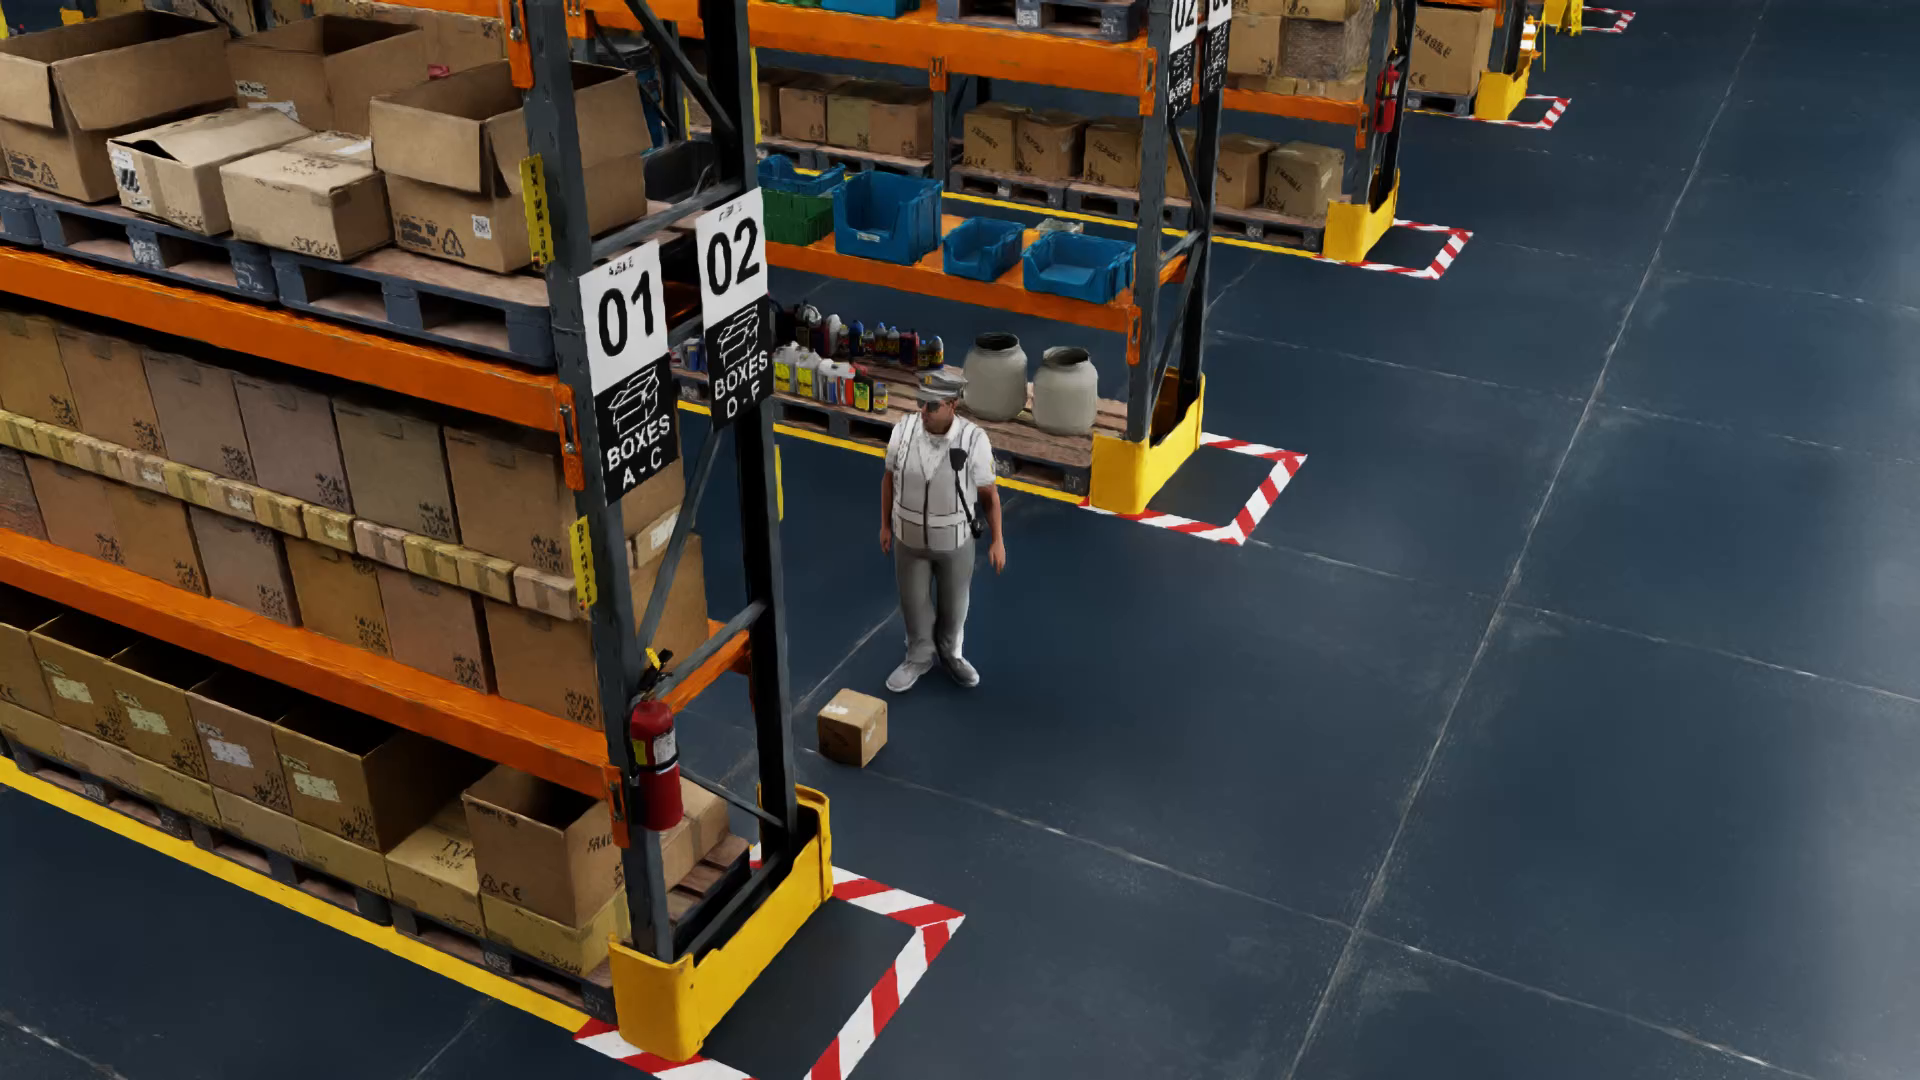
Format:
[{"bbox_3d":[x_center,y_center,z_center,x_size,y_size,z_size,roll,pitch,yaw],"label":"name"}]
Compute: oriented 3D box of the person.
[{"bbox_3d":[-0.093,-0.029,8.298,0.655,1.784,0.403,6,30,11],"label":"person"}]
